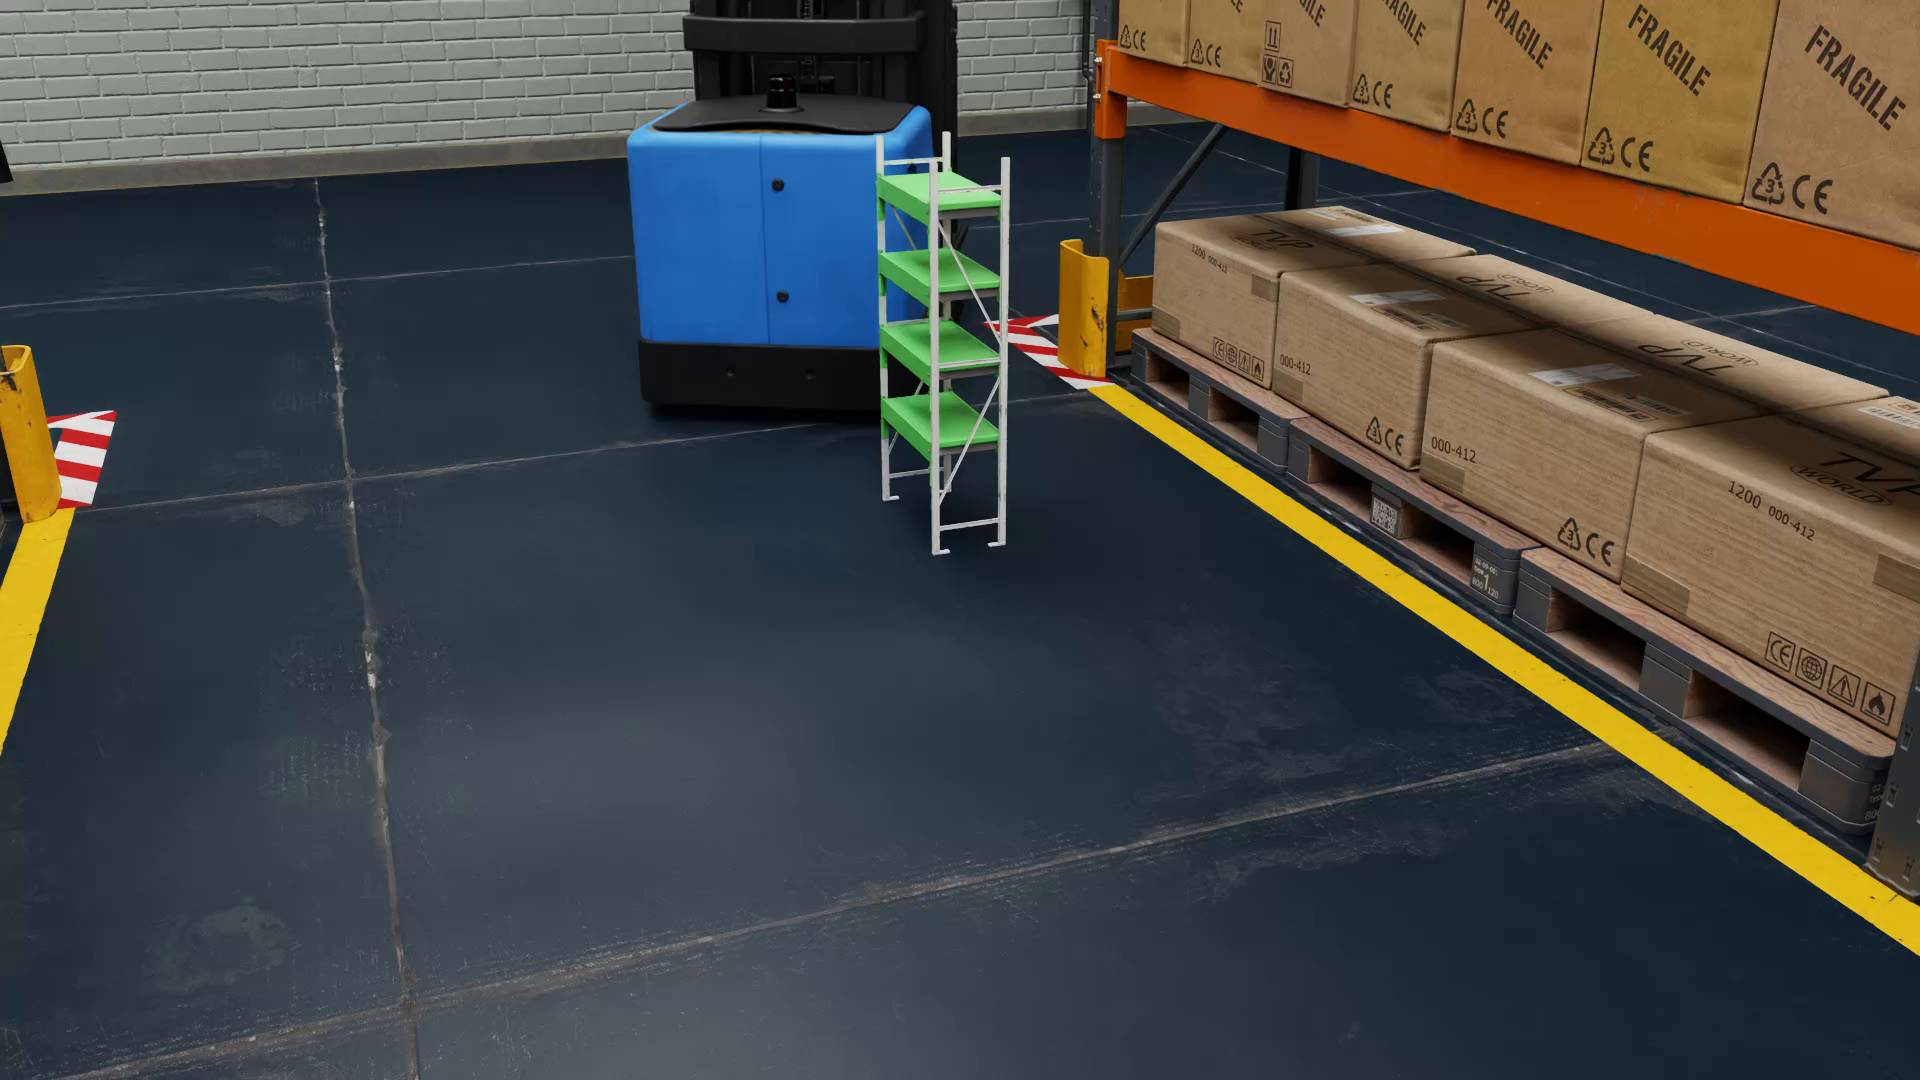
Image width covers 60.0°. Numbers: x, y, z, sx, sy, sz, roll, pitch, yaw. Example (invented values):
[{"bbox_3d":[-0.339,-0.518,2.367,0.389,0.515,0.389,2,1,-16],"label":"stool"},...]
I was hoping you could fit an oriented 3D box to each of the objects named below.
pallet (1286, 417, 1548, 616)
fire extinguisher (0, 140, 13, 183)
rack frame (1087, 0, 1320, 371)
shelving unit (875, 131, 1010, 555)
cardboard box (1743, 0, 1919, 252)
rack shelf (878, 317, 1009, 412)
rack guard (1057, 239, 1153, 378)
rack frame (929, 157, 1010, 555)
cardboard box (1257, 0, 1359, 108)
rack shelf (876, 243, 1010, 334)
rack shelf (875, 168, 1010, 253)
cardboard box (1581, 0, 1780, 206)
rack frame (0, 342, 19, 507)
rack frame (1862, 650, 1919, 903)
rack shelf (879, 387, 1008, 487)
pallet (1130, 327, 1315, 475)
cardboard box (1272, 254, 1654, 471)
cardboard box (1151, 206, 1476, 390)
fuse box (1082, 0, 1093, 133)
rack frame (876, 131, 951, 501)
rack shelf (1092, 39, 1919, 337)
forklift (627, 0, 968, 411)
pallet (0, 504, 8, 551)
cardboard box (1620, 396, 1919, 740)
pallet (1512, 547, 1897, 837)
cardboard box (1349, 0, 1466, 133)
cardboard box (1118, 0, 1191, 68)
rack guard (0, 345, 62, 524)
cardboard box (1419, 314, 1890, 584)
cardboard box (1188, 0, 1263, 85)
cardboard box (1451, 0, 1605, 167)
[{"bbox_3d":[1.794,-0.165,5.370,1.003,0.211,1.213,-8,24,-19],"label":"pallet"},{"bbox_3d":[-3.241,-1.404,5.299,0.296,0.674,0.183,-8,24,-19],"label":"fire extinguisher"},{"bbox_3d":[1.012,-2.172,6.542,1.000,3.000,0.127,-8,24,-19],"label":"rack frame"},{"bbox_3d":[-0.058,-0.613,5.160,0.258,1.200,0.503,-8,24,-19],"label":"shelving unit"},{"bbox_3d":[2.022,-0.899,3.391,0.500,0.500,0.500,-8,24,-19],"label":"cardboard box"},{"bbox_3d":[-0.058,-0.554,5.184,0.258,0.148,0.480,-8,24,-19],"label":"rack shelf"},{"bbox_3d":[1.003,-1.029,7.049,1.175,0.500,0.348,-8,24,-19],"label":"rack guard"},{"bbox_3d":[0.028,-0.524,4.949,0.240,1.200,0.015,-8,24,-19],"label":"rack frame"},{"bbox_3d":[1.280,-1.638,5.144,0.500,0.500,0.500,-8,24,-19],"label":"cardboard box"},{"bbox_3d":[-0.058,-0.775,5.091,0.258,0.148,0.480,-8,24,-19],"label":"rack shelf"},{"bbox_3d":[-0.058,-0.996,4.998,0.258,0.148,0.480,-8,24,-19],"label":"rack shelf"},{"bbox_3d":[1.835,-1.085,3.833,0.500,0.500,0.500,-9,24,-20],"label":"cardboard box"},{"bbox_3d":[-3.584,-1.457,4.844,1.000,3.000,0.127,-8,24,-19],"label":"rack frame"},{"bbox_3d":[2.425,-0.719,3.094,1.000,3.000,0.127,-8,24,-19],"label":"rack frame"},{"bbox_3d":[-0.058,-0.333,5.278,0.258,0.148,0.480,-8,24,-19],"label":"rack shelf"},{"bbox_3d":[1.367,-0.608,6.420,1.003,0.211,1.213,-8,24,-19],"label":"pallet"},{"bbox_3d":[1.669,-0.628,5.636,0.875,0.438,0.875,-8,24,-18],"label":"cardboard box"},{"bbox_3d":[1.338,-0.959,6.422,0.875,0.438,0.875,-9,25,-21],"label":"cardboard box"},{"bbox_3d":[1.015,-3.860,12.204,0.539,1.711,0.414,-8,24,-19],"label":"fuse box"},{"bbox_3d":[-0.145,-0.702,5.370,0.240,1.200,0.015,-8,24,-19],"label":"rack frame"},{"bbox_3d":[1.718,-1.114,4.958,1.077,0.370,4.000,-8,24,-19],"label":"rack shelf"},{"bbox_3d":[-0.549,-2.366,7.089,1.130,2.935,3.031,2,23,6],"label":"forklift"},{"bbox_3d":[-3.303,0.156,4.608,1.003,0.211,1.213,-8,24,-19],"label":"pallet"},{"bbox_3d":[2.303,0.025,4.086,0.875,0.438,0.875,-9,24,-20],"label":"cardboard box"},{"bbox_3d":[2.229,0.279,4.317,1.003,0.211,1.213,-8,24,-19],"label":"pallet"},{"bbox_3d":[1.473,-1.458,4.718,0.500,0.500,0.500,-8,24,-17],"label":"cardboard box"},{"bbox_3d":[0.913,-2.005,6.016,0.500,0.500,0.500,-9,24,-19],"label":"cardboard box"},{"bbox_3d":[-3.557,-0.277,5.264,1.175,0.500,0.348,-8,24,-19],"label":"rack guard"},{"bbox_3d":[1.986,-0.300,4.858,0.875,0.438,0.875,-9,25,-21],"label":"cardboard box"},{"bbox_3d":[1.117,-1.825,5.589,0.500,0.500,0.500,-9,24,-20],"label":"cardboard box"},{"bbox_3d":[1.643,-1.265,4.262,0.500,0.500,0.500,-9,24,-20],"label":"cardboard box"}]
